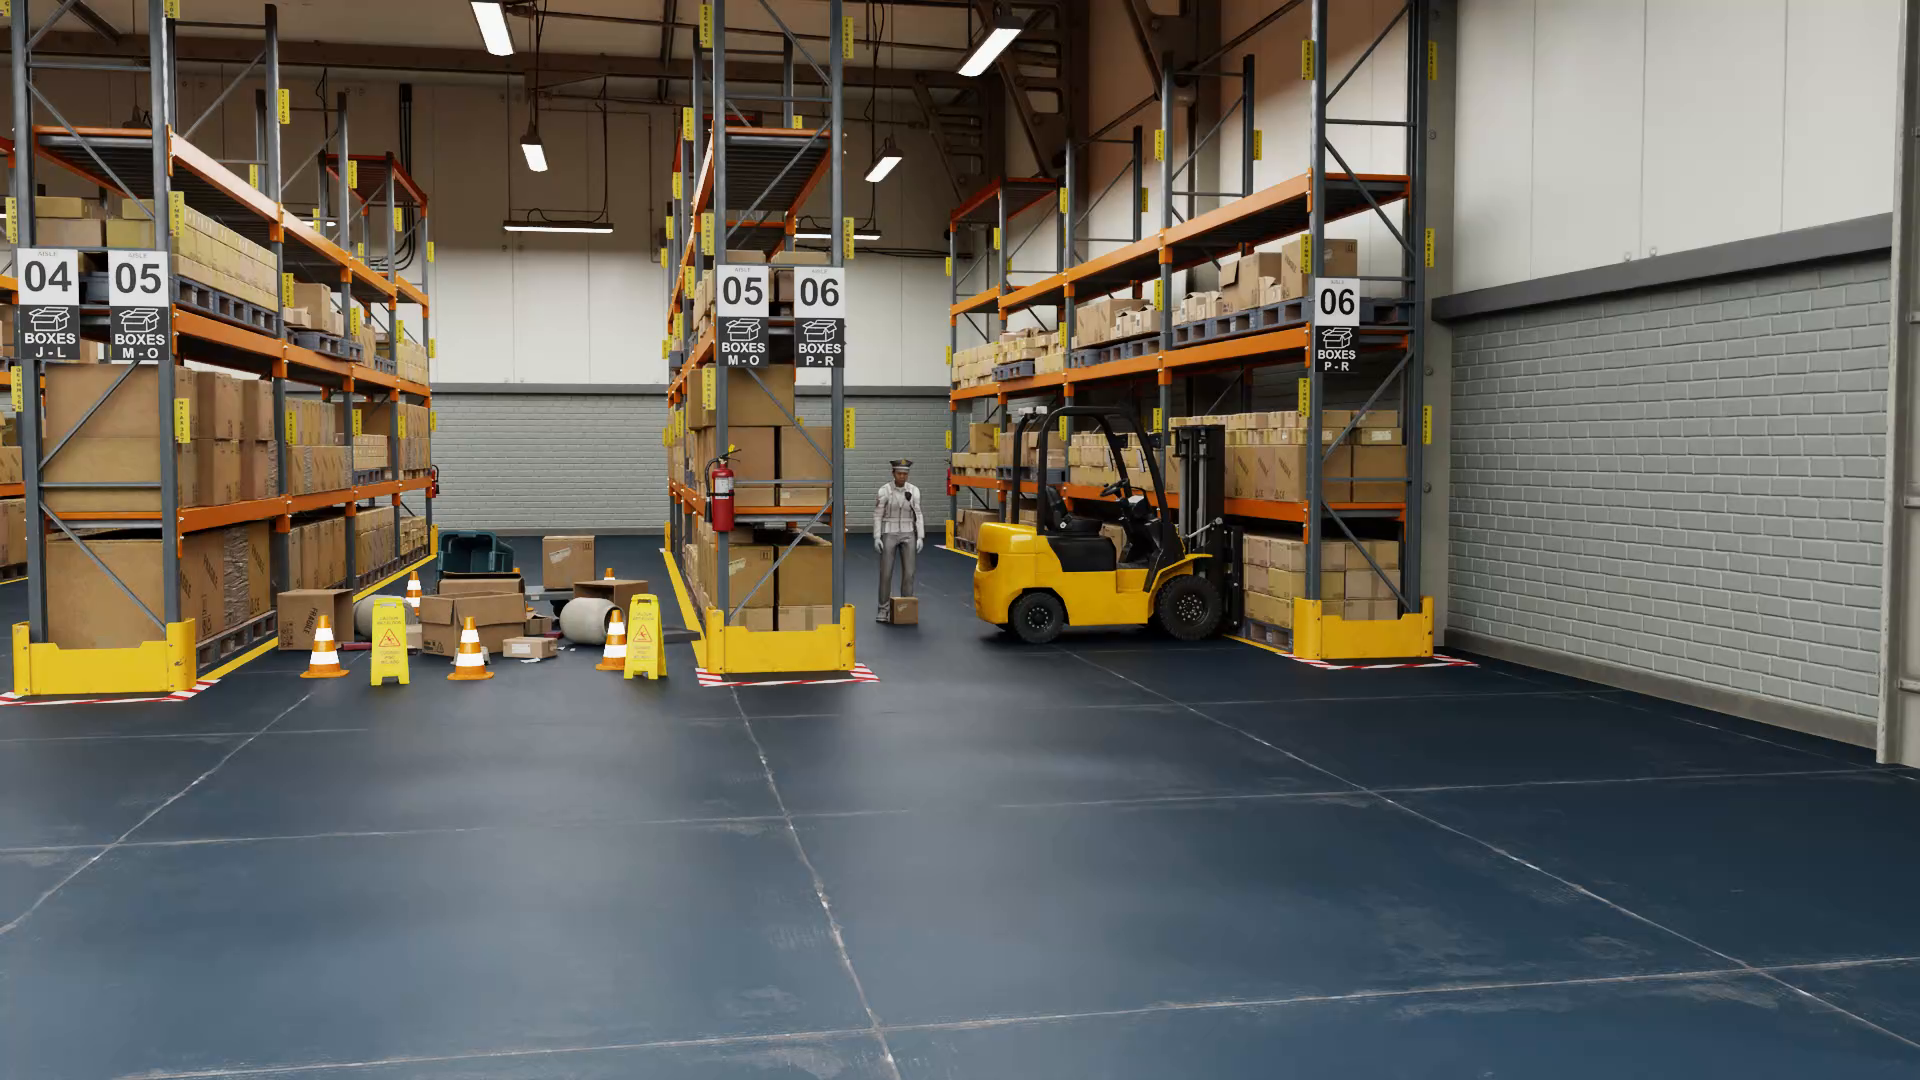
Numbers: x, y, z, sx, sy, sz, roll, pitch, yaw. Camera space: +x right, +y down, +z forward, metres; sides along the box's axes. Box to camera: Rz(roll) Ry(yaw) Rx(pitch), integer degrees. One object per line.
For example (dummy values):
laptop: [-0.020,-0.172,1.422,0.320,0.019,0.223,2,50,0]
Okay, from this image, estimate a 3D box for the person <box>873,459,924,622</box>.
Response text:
person: [-0.629,-0.001,17.118,0.530,1.663,0.404,-1,3,-11]
